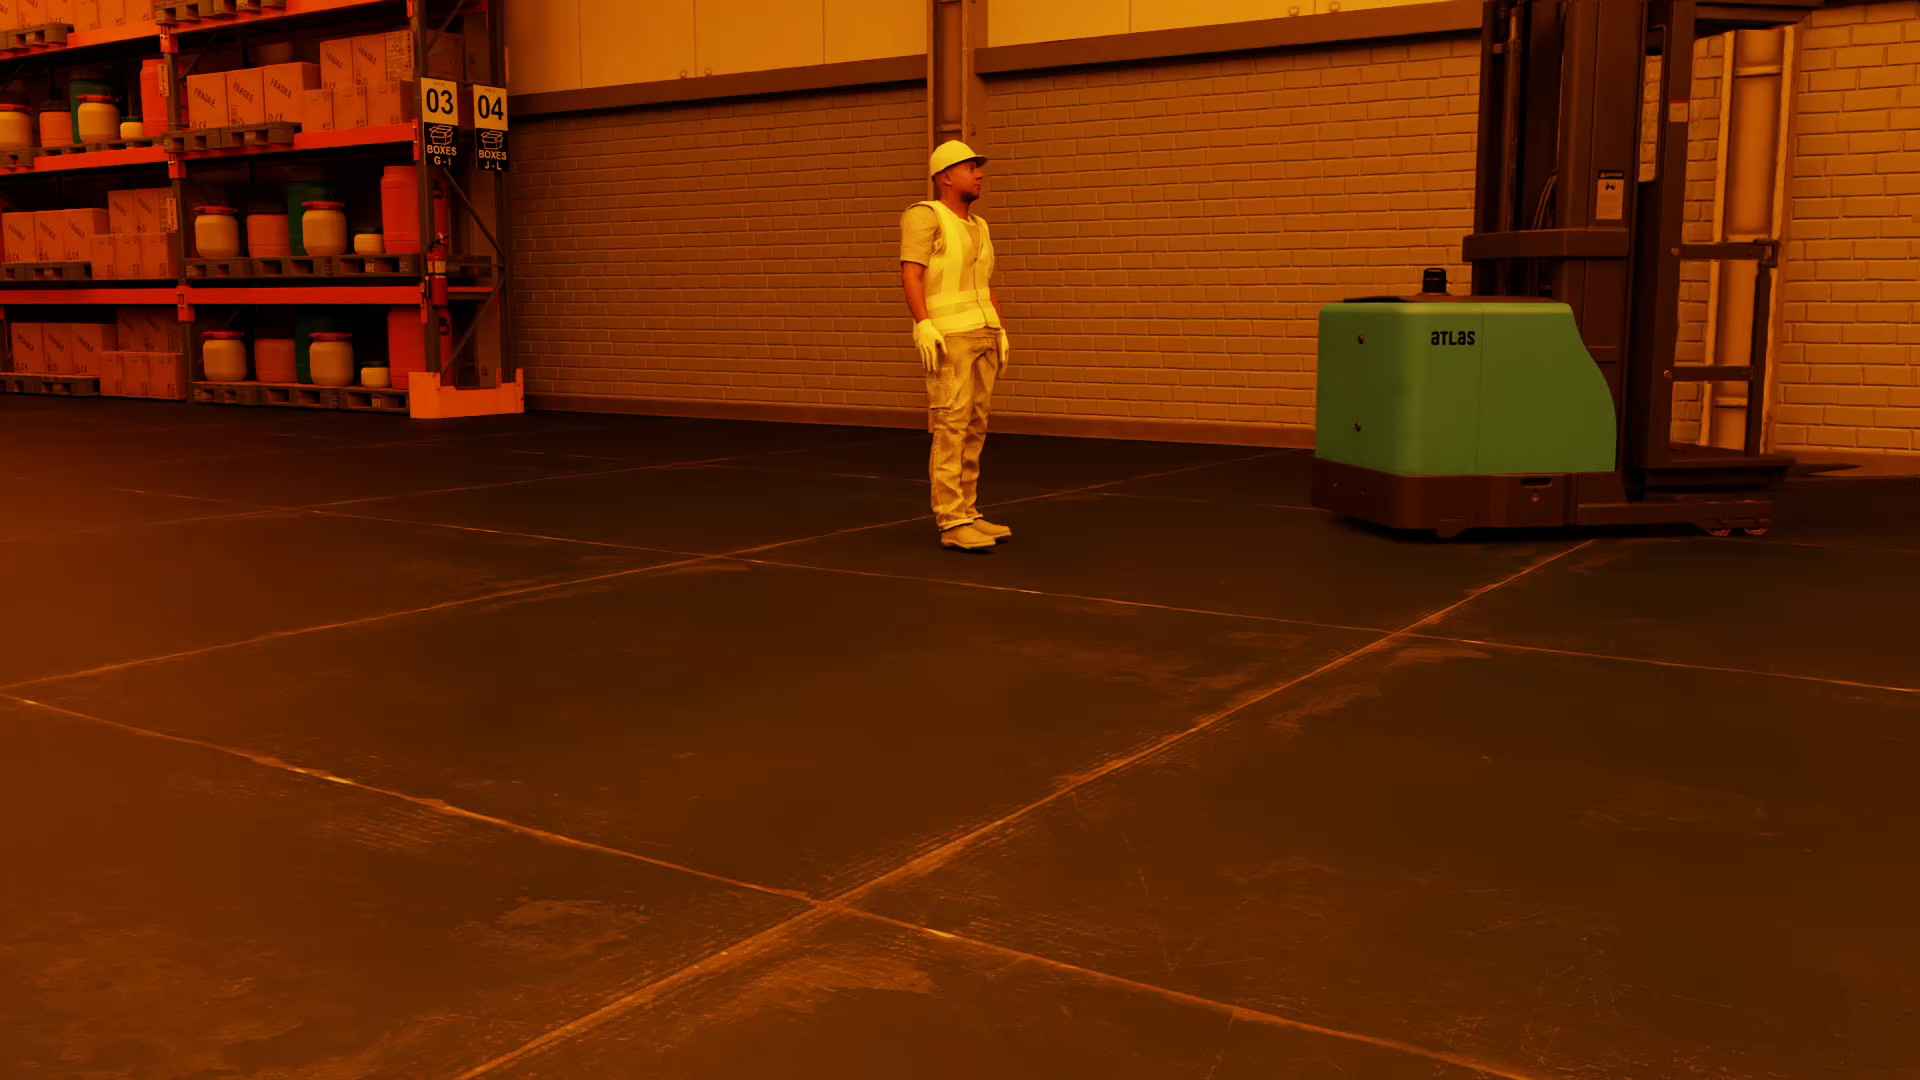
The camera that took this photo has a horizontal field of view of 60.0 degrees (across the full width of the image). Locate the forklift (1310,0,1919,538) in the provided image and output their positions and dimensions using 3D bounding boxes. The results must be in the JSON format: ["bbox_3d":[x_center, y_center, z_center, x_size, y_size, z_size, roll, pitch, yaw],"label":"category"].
[{"bbox_3d":[3.327,-1.539,8.015,3.031,2.935,1.130,-2,8,-12],"label":"forklift"}]

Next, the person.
[{"bbox_3d":[0.056,-0.883,7.431,0.575,1.784,0.656,5,10,34],"label":"person"}]
